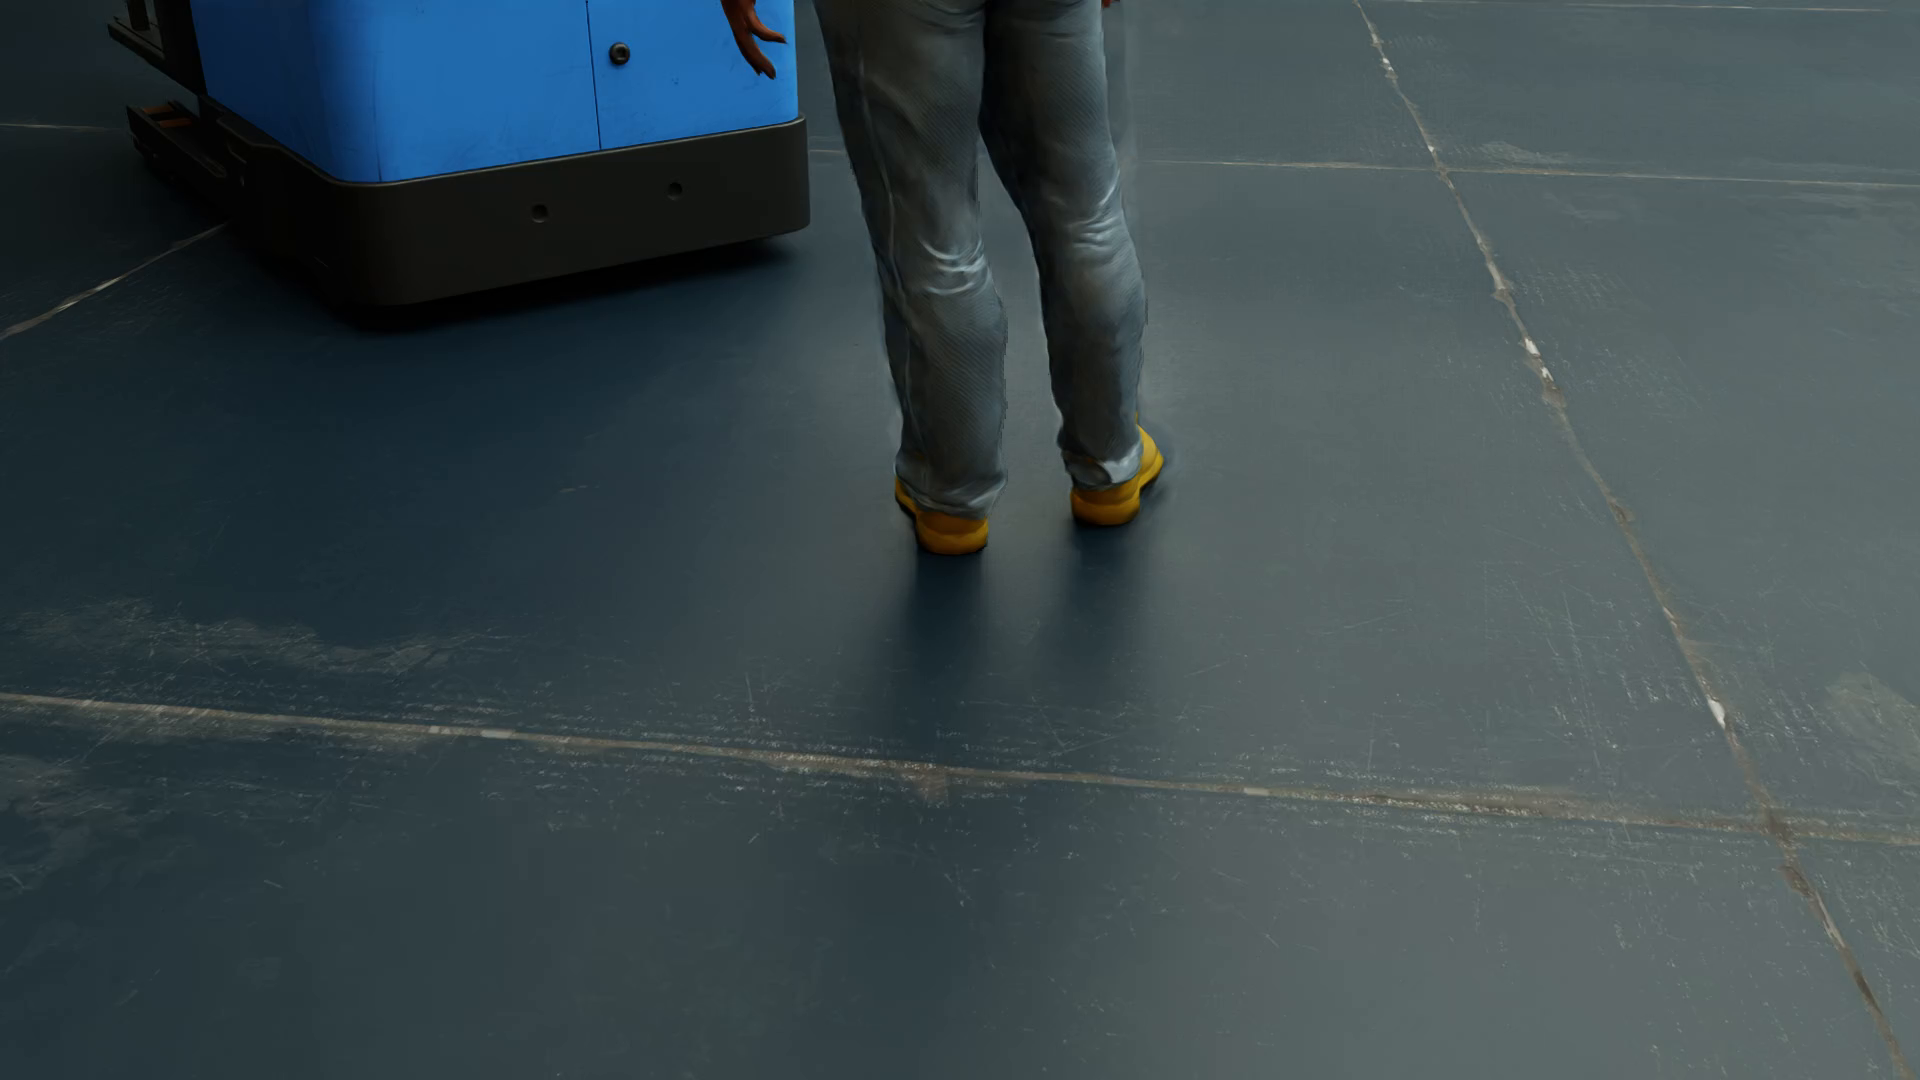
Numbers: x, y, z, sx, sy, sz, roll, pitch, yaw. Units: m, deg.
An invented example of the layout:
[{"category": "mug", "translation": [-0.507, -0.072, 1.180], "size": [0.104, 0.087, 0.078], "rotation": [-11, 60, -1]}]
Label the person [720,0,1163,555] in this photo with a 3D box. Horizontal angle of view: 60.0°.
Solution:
[{"category": "person", "translation": [0.034, -0.811, 2.138], "size": [0.765, 1.768, 0.444], "rotation": [-18, 31, -31]}]

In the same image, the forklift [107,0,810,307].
[{"category": "forklift", "translation": [-1.608, -2.371, 3.969], "size": [1.130, 2.935, 3.031], "rotation": [-18, 32, -31]}]
